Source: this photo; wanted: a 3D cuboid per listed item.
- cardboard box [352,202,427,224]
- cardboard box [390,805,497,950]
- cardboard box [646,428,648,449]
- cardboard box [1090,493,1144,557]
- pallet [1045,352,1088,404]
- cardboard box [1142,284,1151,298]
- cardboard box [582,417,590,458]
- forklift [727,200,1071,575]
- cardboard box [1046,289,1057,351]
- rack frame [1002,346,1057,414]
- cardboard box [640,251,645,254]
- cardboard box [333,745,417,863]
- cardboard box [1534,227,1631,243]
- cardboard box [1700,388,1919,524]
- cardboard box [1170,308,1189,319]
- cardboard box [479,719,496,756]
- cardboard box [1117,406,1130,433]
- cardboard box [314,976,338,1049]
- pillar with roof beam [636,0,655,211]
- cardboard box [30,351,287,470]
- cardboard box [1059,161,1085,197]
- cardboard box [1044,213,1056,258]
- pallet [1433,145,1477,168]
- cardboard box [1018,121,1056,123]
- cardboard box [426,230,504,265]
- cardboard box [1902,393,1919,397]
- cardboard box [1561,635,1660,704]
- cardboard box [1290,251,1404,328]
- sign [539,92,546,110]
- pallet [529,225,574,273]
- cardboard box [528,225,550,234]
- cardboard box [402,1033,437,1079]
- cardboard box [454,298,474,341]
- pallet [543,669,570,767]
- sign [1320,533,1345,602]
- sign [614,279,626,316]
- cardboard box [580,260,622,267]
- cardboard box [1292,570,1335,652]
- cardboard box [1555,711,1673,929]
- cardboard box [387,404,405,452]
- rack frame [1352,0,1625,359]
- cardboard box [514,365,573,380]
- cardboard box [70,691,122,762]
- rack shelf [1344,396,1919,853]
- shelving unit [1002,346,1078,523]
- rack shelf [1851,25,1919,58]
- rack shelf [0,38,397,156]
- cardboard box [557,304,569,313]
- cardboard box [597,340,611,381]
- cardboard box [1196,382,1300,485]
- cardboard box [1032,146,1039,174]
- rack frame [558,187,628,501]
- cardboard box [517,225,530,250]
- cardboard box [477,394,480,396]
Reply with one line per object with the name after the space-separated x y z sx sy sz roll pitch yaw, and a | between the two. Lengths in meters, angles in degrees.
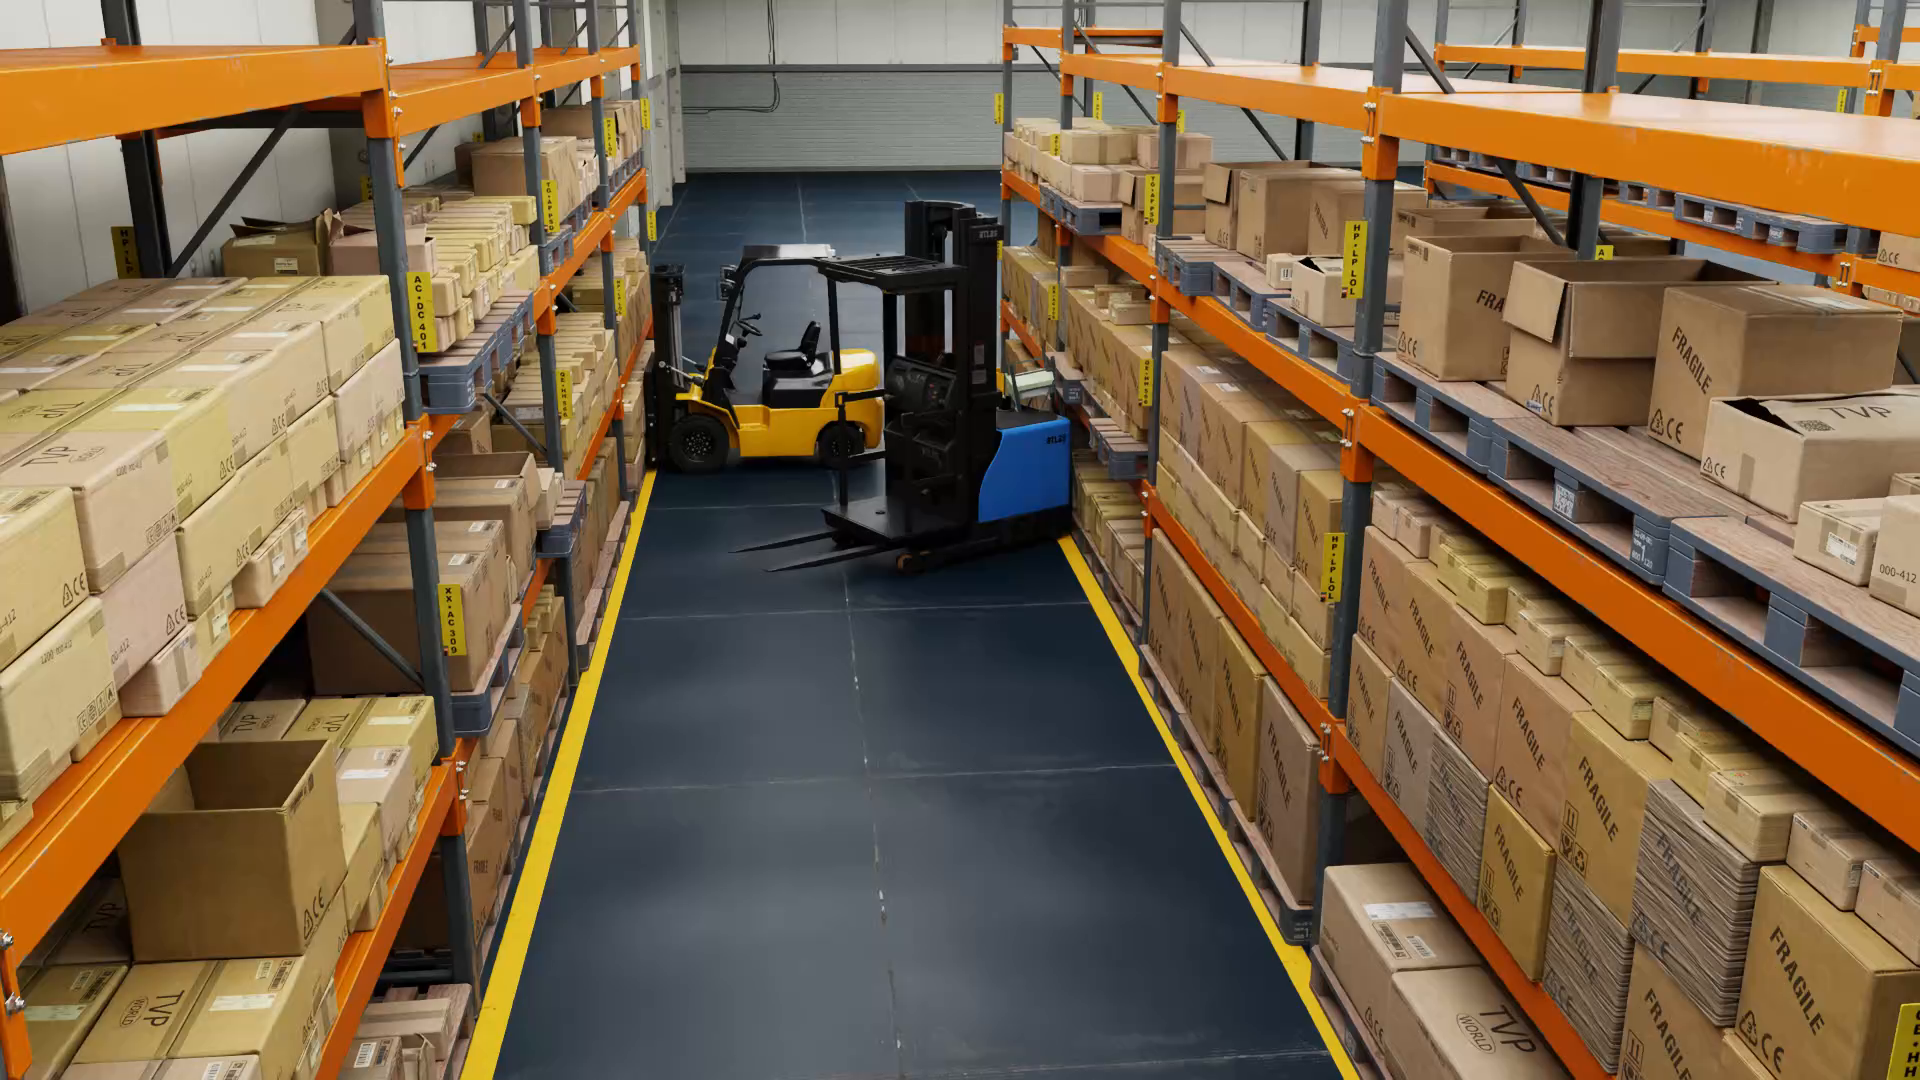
-3.374 -1.914 9.847 0.380 0.149 0.250 -2 18 -5 | cardboard box
-2.548 1.616 7.995 0.500 0.500 0.500 -1 17 -3 | cardboard box
-3.436 -1.107 17.085 0.500 0.250 0.500 -1 17 -4 | cardboard box
1.598 -0.133 13.778 0.950 0.372 0.625 -1 17 -4 | cardboard box
1.324 -1.440 14.576 1.003 0.211 1.213 -2 18 -6 | pallet
1.746 -2.127 13.998 0.380 0.149 0.250 -2 18 -7 | cardboard box
-3.044 -0.789 12.432 0.500 0.250 0.500 -2 18 -7 | cardboard box
-0.503 -1.287 13.885 3.031 2.935 1.130 -12 21 -34 | forklift
1.097 -2.078 15.624 0.500 0.500 0.500 -2 18 -7 | cardboard box
0.721 -1.018 15.350 0.400 1.500 0.023 -12 14 -1 | rack frame
-3.645 -3.063 18.177 0.380 0.149 0.250 -2 17 -5 | cardboard box
-2.360 0.997 6.247 0.500 0.250 0.500 -2 18 -5 | cardboard box
6.127 -2.805 16.549 0.875 0.550 0.550 -2 18 -6 | cardboard box
2.523 -0.272 4.810 0.500 0.311 0.500 -1 17 -5 | cardboard box
1.820 -1.565 13.290 0.500 0.500 0.500 -2 18 -8 | cardboard box
-2.668 1.029 8.781 0.380 0.149 0.250 -2 18 -6 | cardboard box
1.365 -0.894 12.235 0.380 0.149 0.250 -2 18 -6 | cardboard box
-2.201 1.516 5.258 0.380 0.149 0.250 -1 17 -4 | cardboard box
-2.359 -10.924 34.448 9.100 9.000 0.400 -2 18 -6 | pillar with roof beam
-2.267 -0.367 4.749 0.500 0.250 0.500 -1 17 -4 | cardboard box
1.105 -2.986 13.722 0.500 0.250 0.500 -2 18 -6 | cardboard box
1.292 -3.325 17.929 0.700 0.500 0.500 -2 18 -5 | cardboard box
5.978 -4.306 18.526 1.003 0.211 1.213 -2 18 -6 | pallet
0.818 -4.384 17.713 0.380 0.149 0.250 -2 18 -6 | cardboard box
-2.533 -1.486 8.451 0.380 0.149 0.250 -2 18 -5 | cardboard box
6.601 -0.895 11.247 0.380 0.149 0.250 -2 18 -7 | cardboard box
2.197 0.420 5.414 0.380 0.149 0.250 -1 17 -4 | cardboard box
1.915 -1.225 8.011 0.500 0.311 0.500 -2 18 -6 | cardboard box
-4.512 -4.671 17.949 0.100 0.325 0.005 -2 18 -6 | sign
-3.293 -1.958 11.213 1.213 0.211 1.003 -1 17 -3 | pallet
-2.868 -2.098 10.867 0.380 0.166 0.250 -2 18 -6 | cardboard box
-2.335 2.142 6.711 0.396 0.266 0.258 -1 17 -4 | cardboard box
-2.349 -0.964 7.285 0.380 0.149 0.250 -2 17 -5 | cardboard box
-3.095 1.137 10.704 1.003 0.211 1.213 -2 18 -6 | pallet
1.676 0.125 7.470 0.100 0.325 0.005 -2 18 -6 | sign
-3.008 -2.143 14.696 0.100 0.325 0.005 -2 18 -6 | sign
-3.540 -2.667 16.419 0.380 0.149 0.250 -2 18 -5 | cardboard box
1.928 0.329 8.037 0.500 0.250 0.500 -2 18 -6 | cardboard box
2.210 0.848 5.131 0.500 0.500 0.500 -2 18 -6 | cardboard box
-2.391 -0.439 6.479 0.380 0.149 0.250 -2 18 -6 | cardboard box
2.215 -2.242 6.796 1.000 3.000 0.127 -2 18 -6 | rack frame
-3.050 -1.185 12.195 0.380 0.149 0.250 -2 17 -5 | cardboard box
-2.173 0.398 3.812 0.380 0.149 0.250 -2 18 -5 | cardboard box
2.421 0.128 5.455 1.077 0.370 4.000 -2 18 -6 | rack shelf
0.743 -0.933 14.995 0.431 1.500 0.755 -12 14 -1 | shelving unit
11.041 -5.183 17.369 1.077 0.370 4.000 -2 18 -6 | rack shelf
-2.515 -1.147 4.514 1.077 0.370 4.000 -2 18 -6 | rack shelf
-3.910 -1.931 15.652 0.500 0.500 0.500 -2 17 -5 | cardboard box
-3.182 -1.485 13.814 0.500 0.250 0.500 -2 18 -7 | cardboard box
1.709 -0.640 9.871 0.500 0.500 0.500 -1 17 -4 | cardboard box
0.985 -3.691 16.172 0.500 0.250 0.500 -2 18 -7 | cardboard box
-3.547 -1.609 14.794 1.000 3.000 0.127 -2 18 -6 | rack frame
-2.858 -1.869 10.199 0.380 0.149 0.250 -1 17 -5 | cardboard box
-3.507 -0.940 11.412 0.380 0.149 0.250 -1 17 -4 | cardboard box
